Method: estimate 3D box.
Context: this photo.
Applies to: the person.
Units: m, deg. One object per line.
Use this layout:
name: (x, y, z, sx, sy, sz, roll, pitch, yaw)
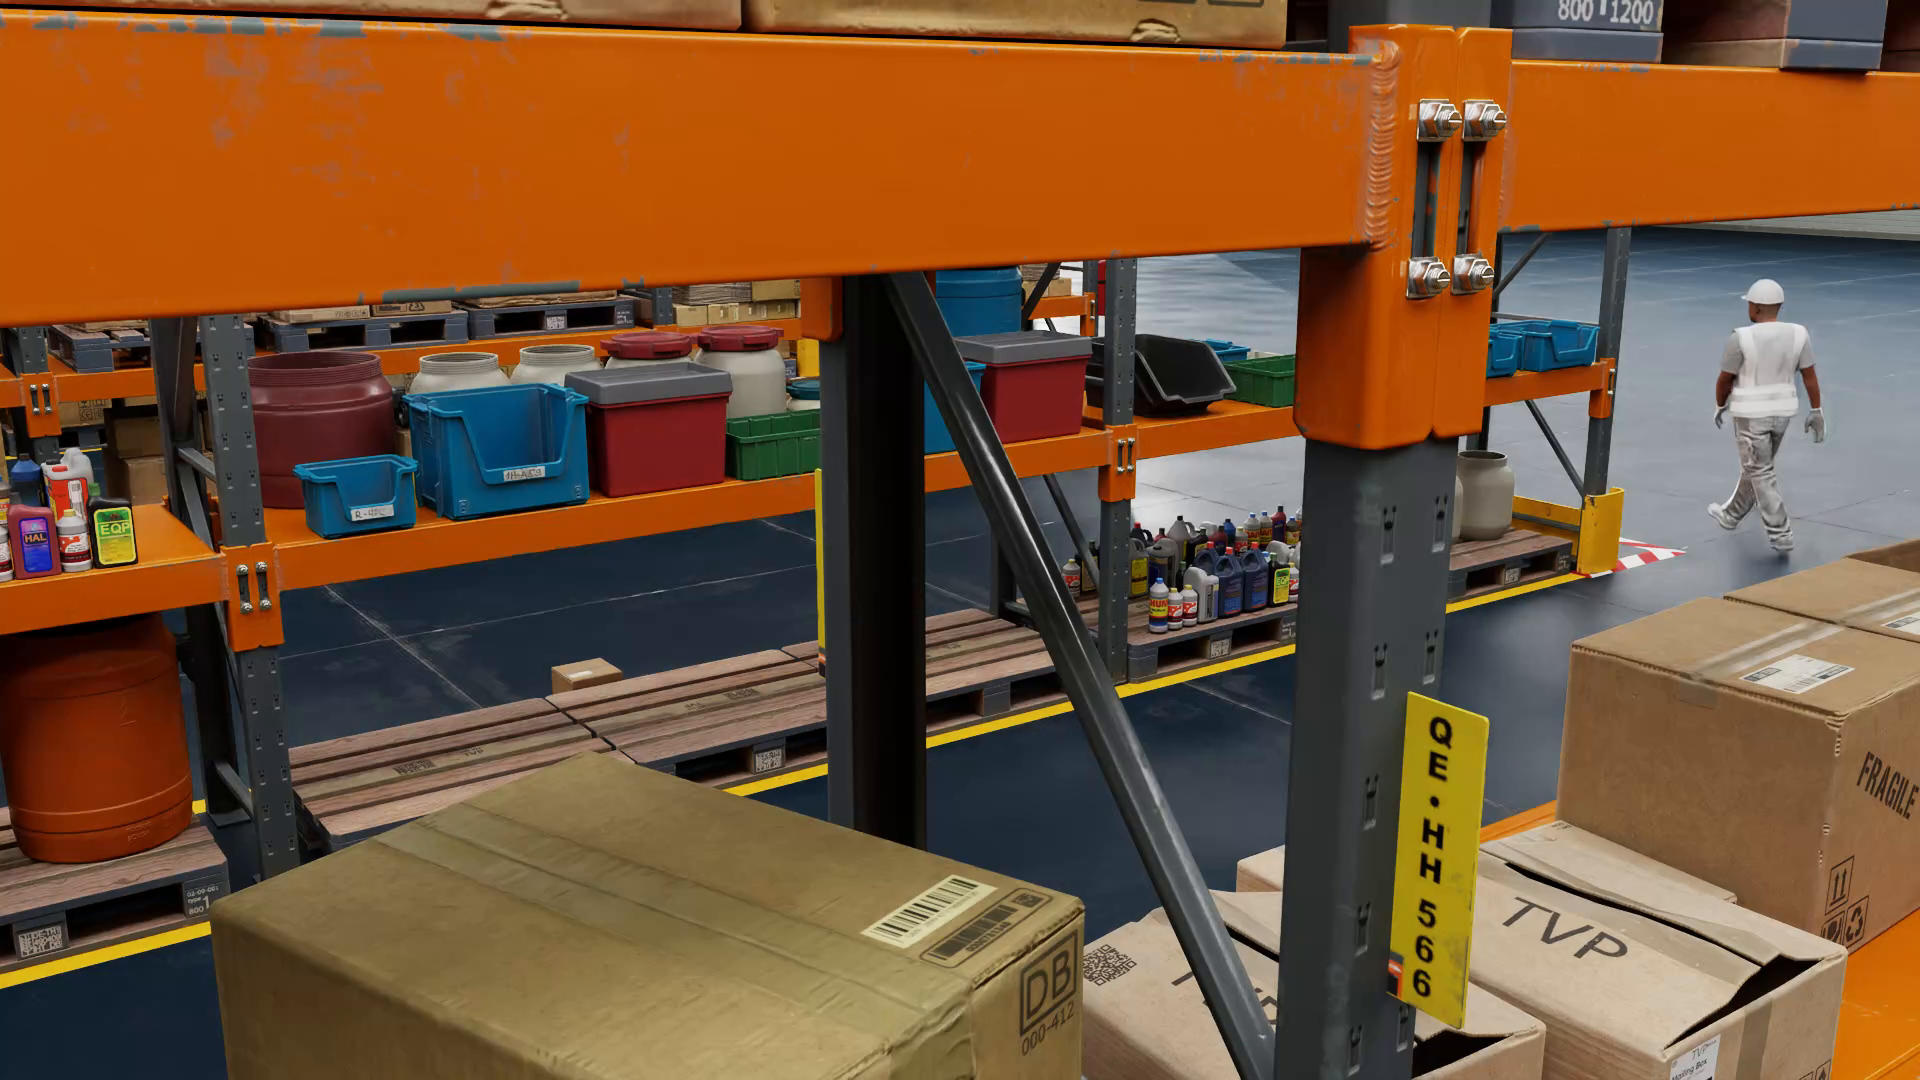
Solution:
person: (5.233, -0.849, 10.944, 0.619, 1.731, 0.999, -2, 14, -8)
